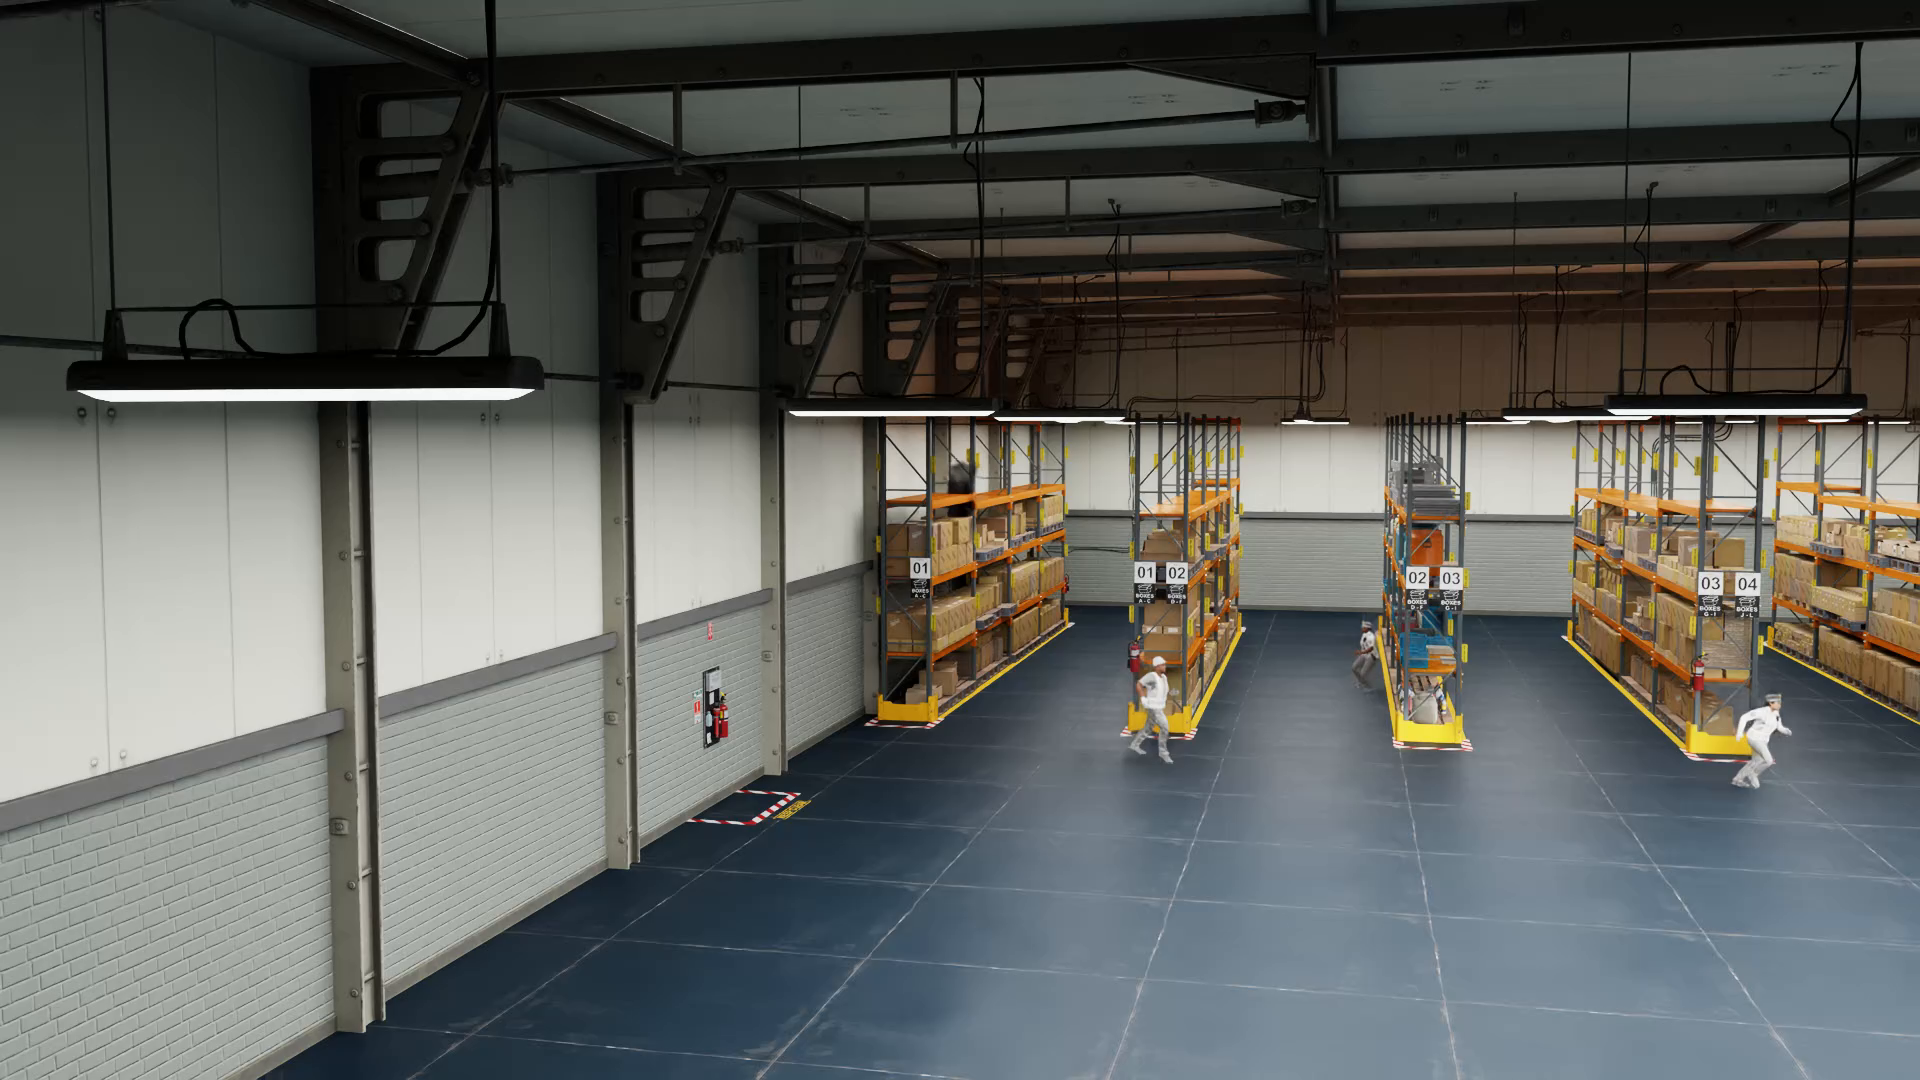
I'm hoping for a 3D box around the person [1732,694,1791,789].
[{"bbox_3d":[12.630,3.164,26.190,0.618,1.544,0.906,-3,5,-33],"label":"person"}]

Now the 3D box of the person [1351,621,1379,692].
[{"bbox_3d":[8.710,2.522,35.901,0.629,1.598,0.764,-1,4,-17],"label":"person"}]

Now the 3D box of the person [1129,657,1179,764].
[{"bbox_3d":[3.294,2.905,28.495,0.899,1.829,0.726,2,4,28],"label":"person"}]
